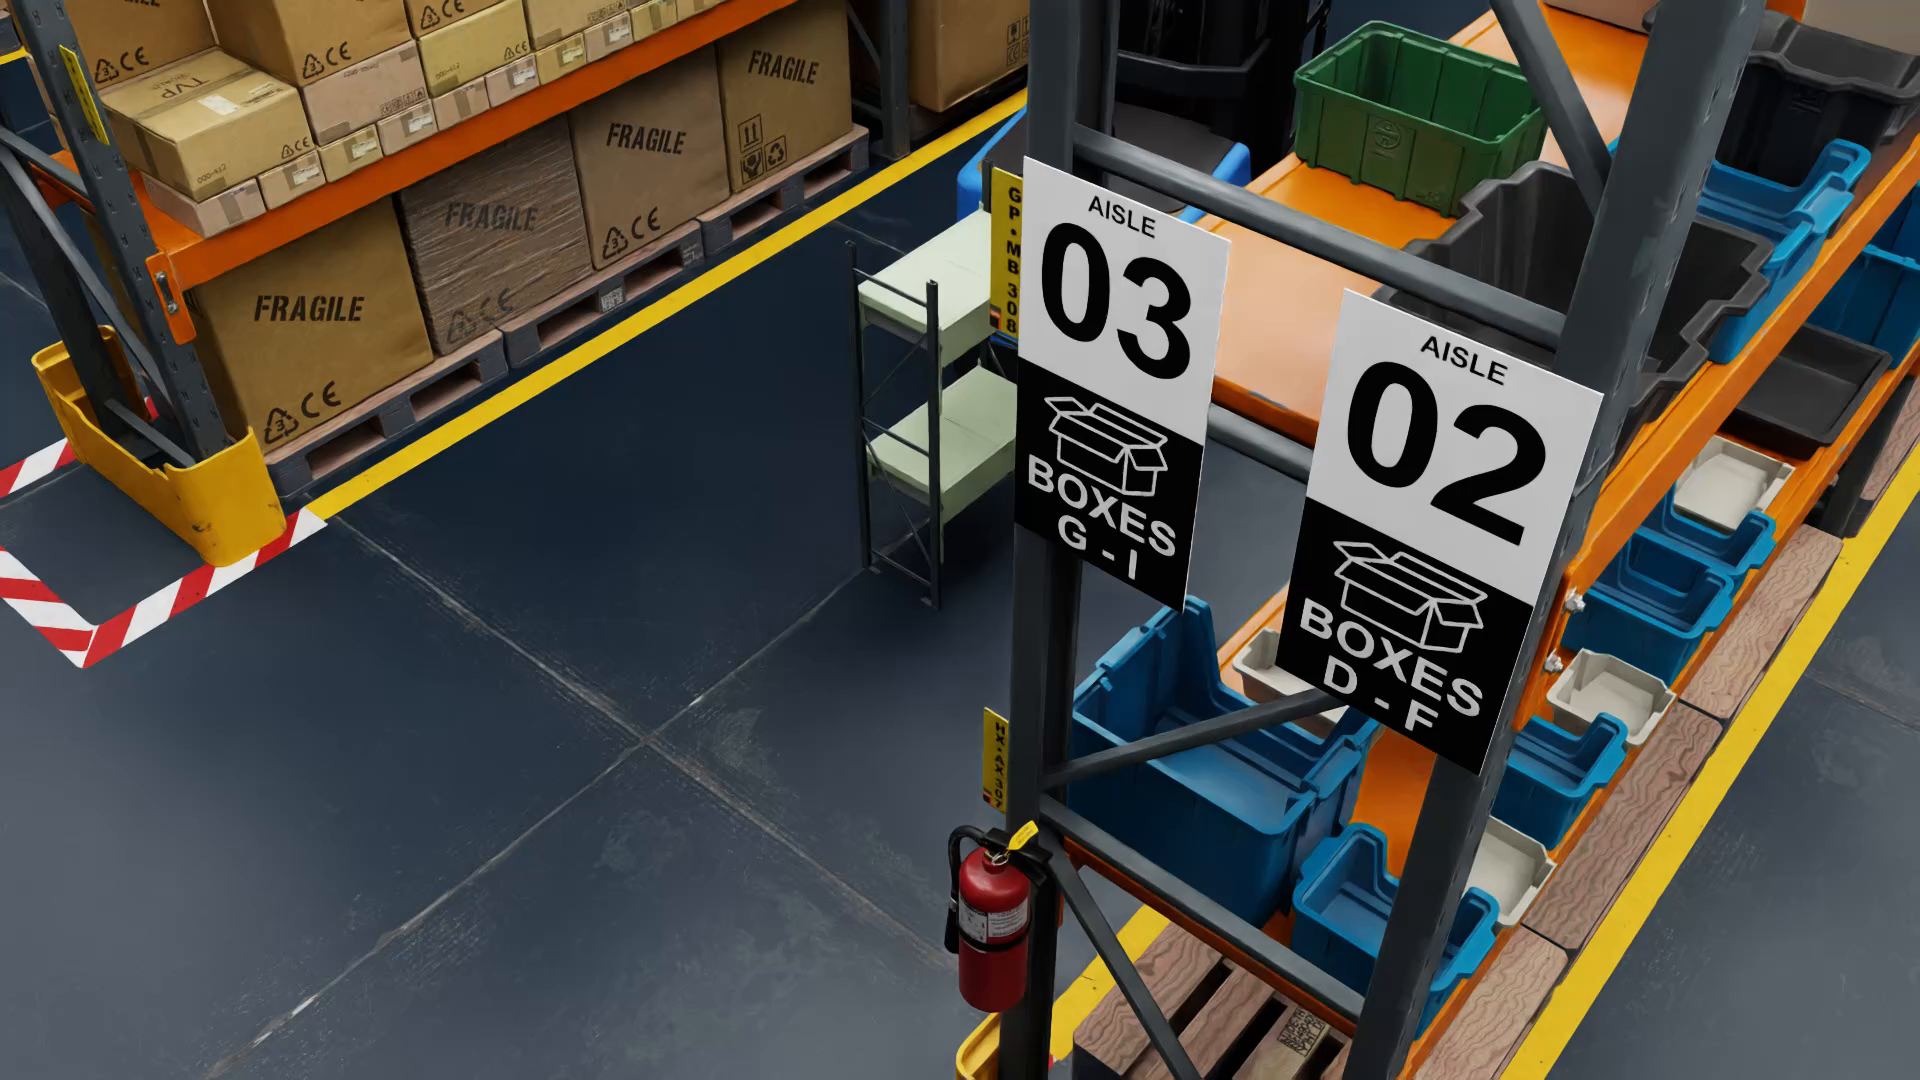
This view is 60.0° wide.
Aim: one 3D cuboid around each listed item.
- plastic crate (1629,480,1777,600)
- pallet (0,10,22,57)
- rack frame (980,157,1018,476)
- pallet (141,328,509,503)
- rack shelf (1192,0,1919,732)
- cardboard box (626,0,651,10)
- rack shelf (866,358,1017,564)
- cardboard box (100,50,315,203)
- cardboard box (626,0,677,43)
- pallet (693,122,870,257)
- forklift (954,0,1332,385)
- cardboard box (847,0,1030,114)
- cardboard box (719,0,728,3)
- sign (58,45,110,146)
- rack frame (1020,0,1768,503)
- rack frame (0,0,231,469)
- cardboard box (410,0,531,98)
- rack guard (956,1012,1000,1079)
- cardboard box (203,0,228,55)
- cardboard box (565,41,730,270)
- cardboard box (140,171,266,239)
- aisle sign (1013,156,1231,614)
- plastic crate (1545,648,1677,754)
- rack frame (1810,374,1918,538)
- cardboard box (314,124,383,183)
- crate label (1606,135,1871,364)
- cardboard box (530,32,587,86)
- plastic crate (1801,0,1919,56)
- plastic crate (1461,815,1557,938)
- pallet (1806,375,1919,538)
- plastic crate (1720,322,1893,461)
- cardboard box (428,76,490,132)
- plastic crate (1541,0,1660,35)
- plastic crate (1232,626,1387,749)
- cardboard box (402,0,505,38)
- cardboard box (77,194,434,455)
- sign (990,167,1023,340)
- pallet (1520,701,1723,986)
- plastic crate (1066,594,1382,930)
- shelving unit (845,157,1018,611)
[{"bbox_3d":[1.977,0.032,4.565,0.416,0.233,0.300,29,50,28],"label":"plastic crate"},{"bbox_3d":[-6.398,-2.945,9.832,1.003,0.211,1.213,29,50,28],"label":"pallet"},{"bbox_3d":[0.240,-0.747,6.457,0.400,1.500,0.023,29,50,28],"label":"rack frame"},{"bbox_3d":[-2.811,-0.749,7.417,1.003,0.211,1.213,29,50,28],"label":"pallet"},{"bbox_3d":[1.813,-1.064,3.996,1.077,0.370,4.000,29,50,28],"label":"rack shelf"},{"bbox_3d":[-1.434,-2.578,7.246,0.500,0.250,0.500,31,50,29],"label":"cardboard box"},{"bbox_3d":[0.004,-0.317,6.469,0.431,0.370,0.720,29,50,28],"label":"rack shelf"},{"bbox_3d":[-2.750,-1.520,6.083,0.500,0.250,0.500,28,49,27],"label":"cardboard box"},{"bbox_3d":[-1.464,-2.341,7.282,0.380,0.149,0.250,29,50,28],"label":"cardboard box"},{"bbox_3d":[-1.241,-2.006,8.799,1.003,0.211,1.213,29,50,28],"label":"pallet"},{"bbox_3d":[1.085,-2.532,7.356,1.130,2.935,3.031,19,46,19],"label":"forklift"},{"bbox_3d":[-0.295,-3.102,9.200,1.225,0.875,0.875,30,50,29],"label":"cardboard box"},{"bbox_3d":[-1.133,-2.606,7.573,0.380,0.149,0.250,30,50,29],"label":"cardboard box"},{"bbox_3d":[-2.845,-1.442,5.403,0.100,0.325,0.005,29,50,28],"label":"sign"},{"bbox_3d":[0.525,-1.411,1.612,1.000,3.000,0.127,29,50,28],"label":"rack frame"},{"bbox_3d":[-3.266,-1.335,5.989,1.000,3.000,0.127,29,50,28],"label":"rack frame"},{"bbox_3d":[-2.094,-2.048,6.663,0.500,0.250,0.500,28,49,27],"label":"cardboard box"},{"bbox_3d":[0.520,1.752,4.452,1.175,0.500,0.348,29,50,28],"label":"rack guard"},{"bbox_3d":[-2.830,-2.015,6.627,0.500,0.250,0.500,29,50,28],"label":"cardboard box"},{"bbox_3d":[-1.756,-1.996,7.982,0.875,0.875,0.875,29,50,28],"label":"cardboard box"},{"bbox_3d":[-2.785,-1.282,6.117,0.380,0.149,0.250,30,50,29],"label":"cardboard box"},{"bbox_3d":[0.255,-0.243,2.855,0.394,0.787,0.004,29,50,28],"label":"aisle sign"},{"bbox_3d":[1.643,0.421,4.208,0.250,0.136,0.298,29,50,28],"label":"plastic crate"},{"bbox_3d":[3.100,-1.251,5.896,1.000,3.000,0.127,29,50,28],"label":"rack frame"},{"bbox_3d":[-2.456,-1.547,6.408,0.380,0.149,0.250,28,49,28],"label":"cardboard box"},{"bbox_3d":[1.366,-0.581,3.040,0.408,0.251,0.502,29,50,28],"label":"crate label"},{"bbox_3d":[-1.796,-2.075,6.989,0.380,0.149,0.250,28,49,27],"label":"cardboard box"},{"bbox_3d":[2.188,-1.264,3.769,0.437,0.282,0.530,29,50,28],"label":"plastic crate"},{"bbox_3d":[1.206,0.771,3.824,0.250,0.136,0.298,29,50,28],"label":"plastic crate"},{"bbox_3d":[3.628,-0.598,7.251,1.003,0.211,1.213,29,50,28],"label":"pallet"},{"bbox_3d":[2.585,-0.478,5.206,0.437,0.125,0.590,29,50,28],"label":"plastic crate"},{"bbox_3d":[-2.125,-1.812,6.700,0.380,0.149,0.250,29,49,28],"label":"cardboard box"},{"bbox_3d":[1.665,-1.375,3.998,0.437,0.136,0.530,29,50,28],"label":"plastic crate"},{"bbox_3d":[0.912,0.386,4.247,0.396,0.136,0.243,29,50,28],"label":"plastic crate"},{"bbox_3d":[-2.099,-2.324,6.410,0.500,0.500,0.500,28,49,27],"label":"cardboard box"},{"bbox_3d":[-2.915,-1.069,6.963,0.875,0.875,0.875,29,50,28],"label":"cardboard box"},{"bbox_3d":[0.094,-0.492,2.909,0.100,0.325,0.005,29,50,28],"label":"sign"},{"bbox_3d":[1.871,0.808,5.705,1.003,0.211,1.213,29,50,28],"label":"pallet"},{"bbox_3d":[0.598,0.521,3.877,0.616,0.435,0.499,29,50,28],"label":"plastic crate"},{"bbox_3d":[0.004,-0.558,6.249,0.431,1.500,0.755,29,50,28],"label":"shelving unit"}]
